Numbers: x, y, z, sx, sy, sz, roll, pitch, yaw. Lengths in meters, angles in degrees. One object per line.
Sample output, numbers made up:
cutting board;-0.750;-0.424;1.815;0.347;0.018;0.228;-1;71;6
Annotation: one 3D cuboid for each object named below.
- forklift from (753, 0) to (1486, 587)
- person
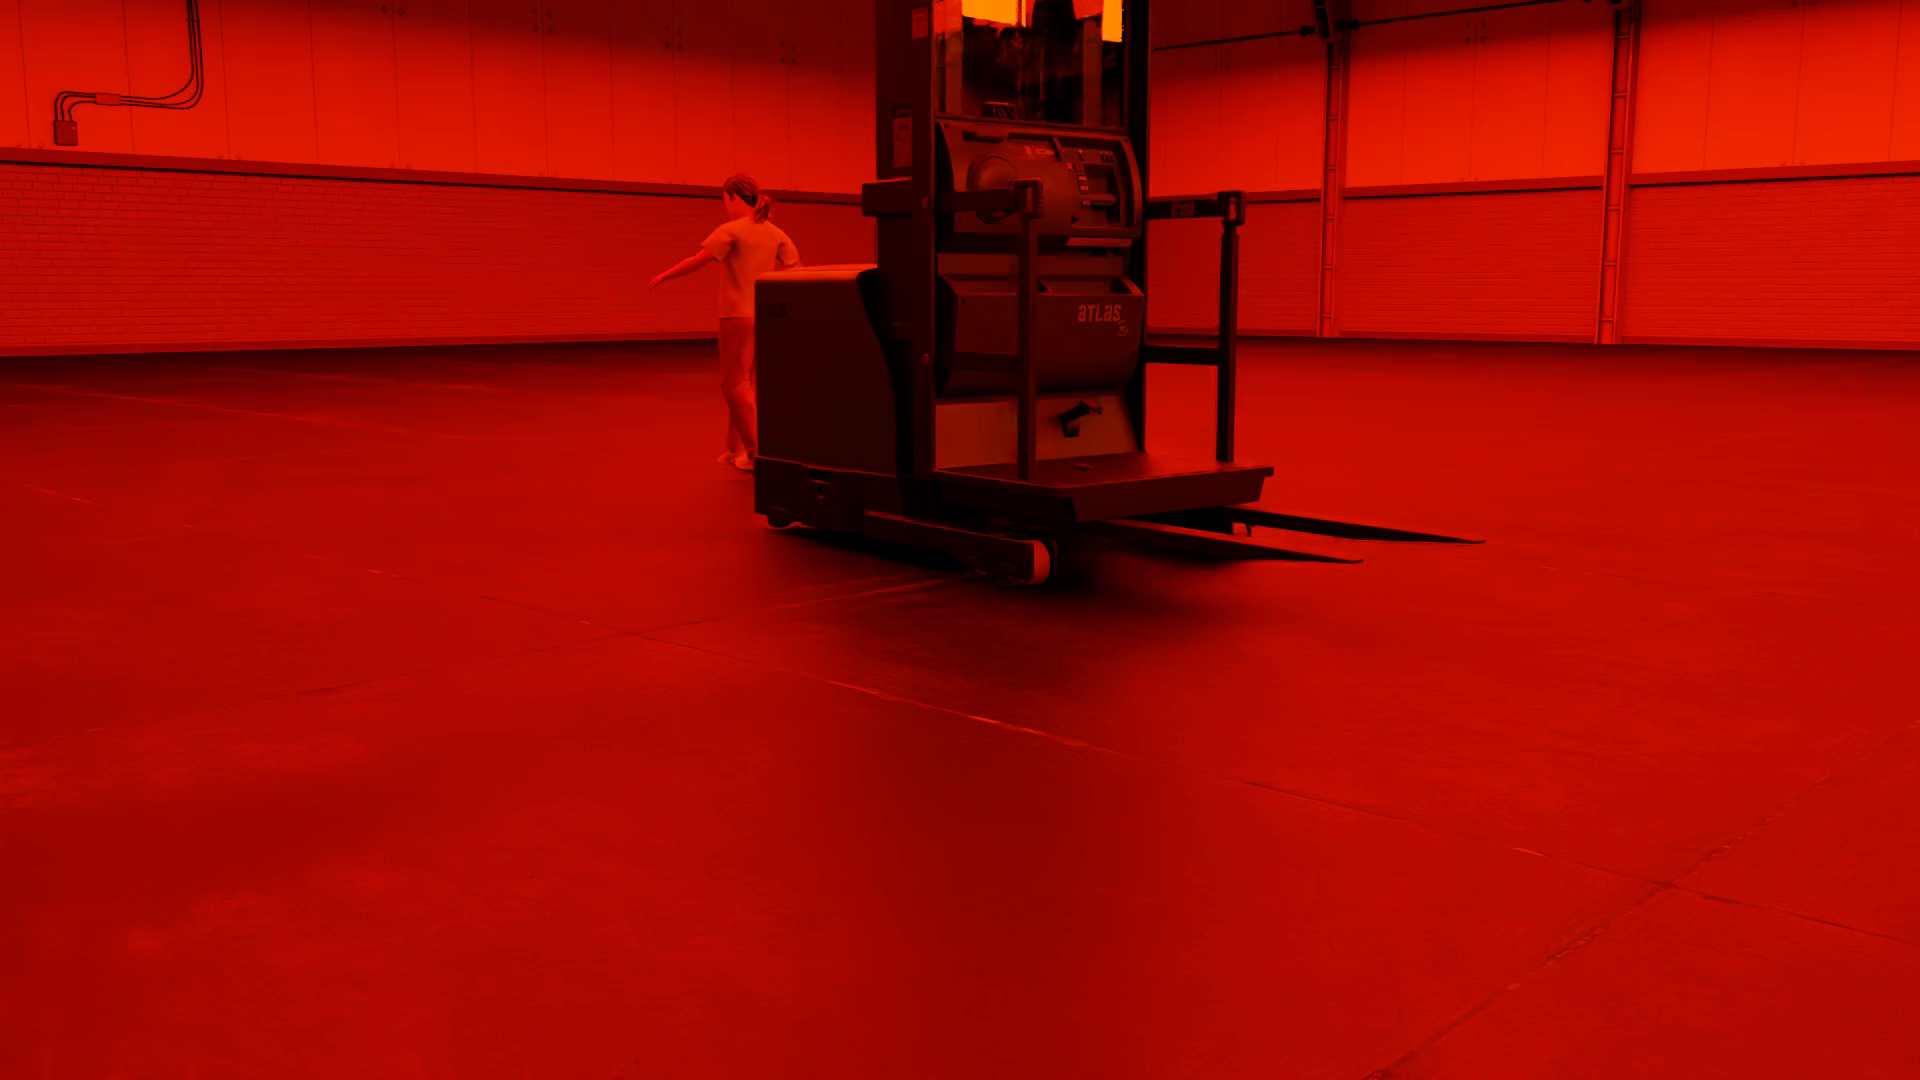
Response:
forklift;0.444;-1.373;5.994;1.130;2.935;3.031;-7;11;-38
person;-1.220;-1.221;9.372;0.714;1.663;0.884;8;11;41
